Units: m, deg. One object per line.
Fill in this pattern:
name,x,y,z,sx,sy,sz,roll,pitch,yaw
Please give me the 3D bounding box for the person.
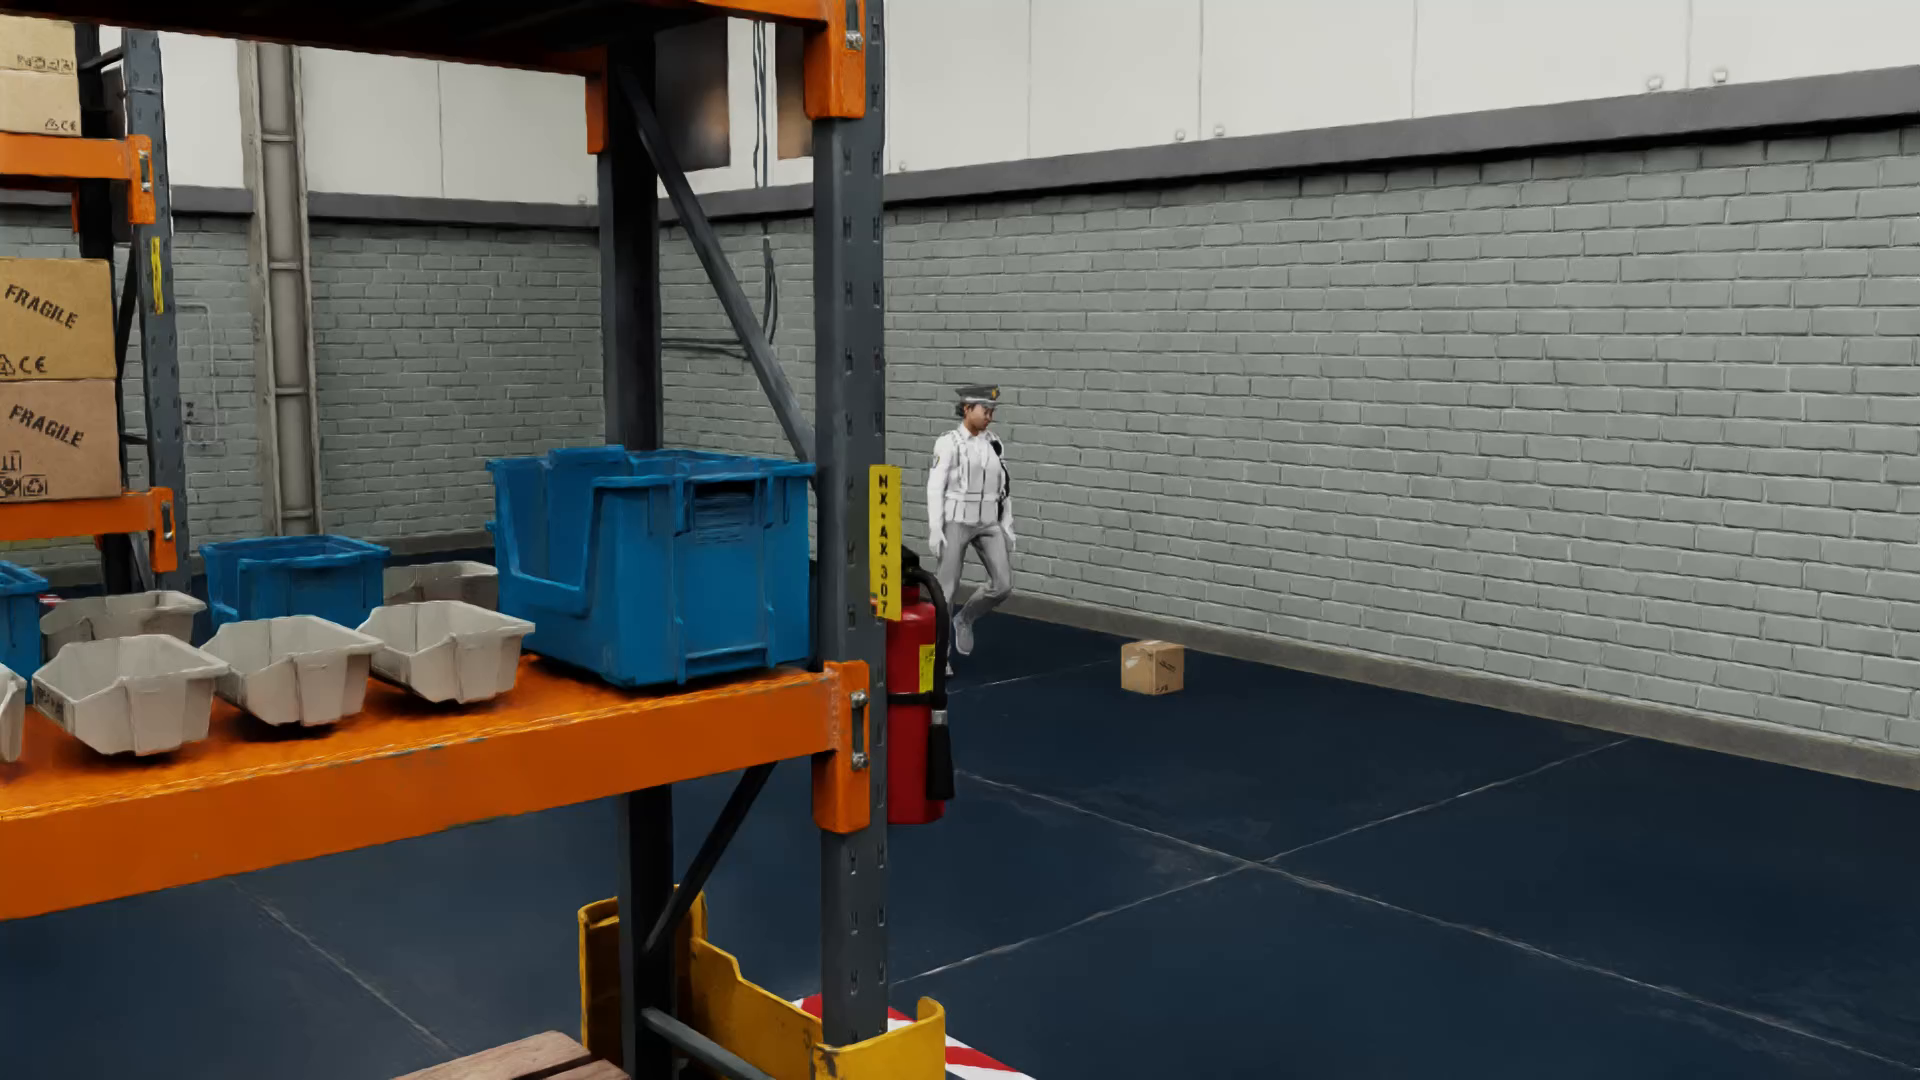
person,0.040,-0.072,9.704,0.563,1.658,0.444,-4,9,-29
